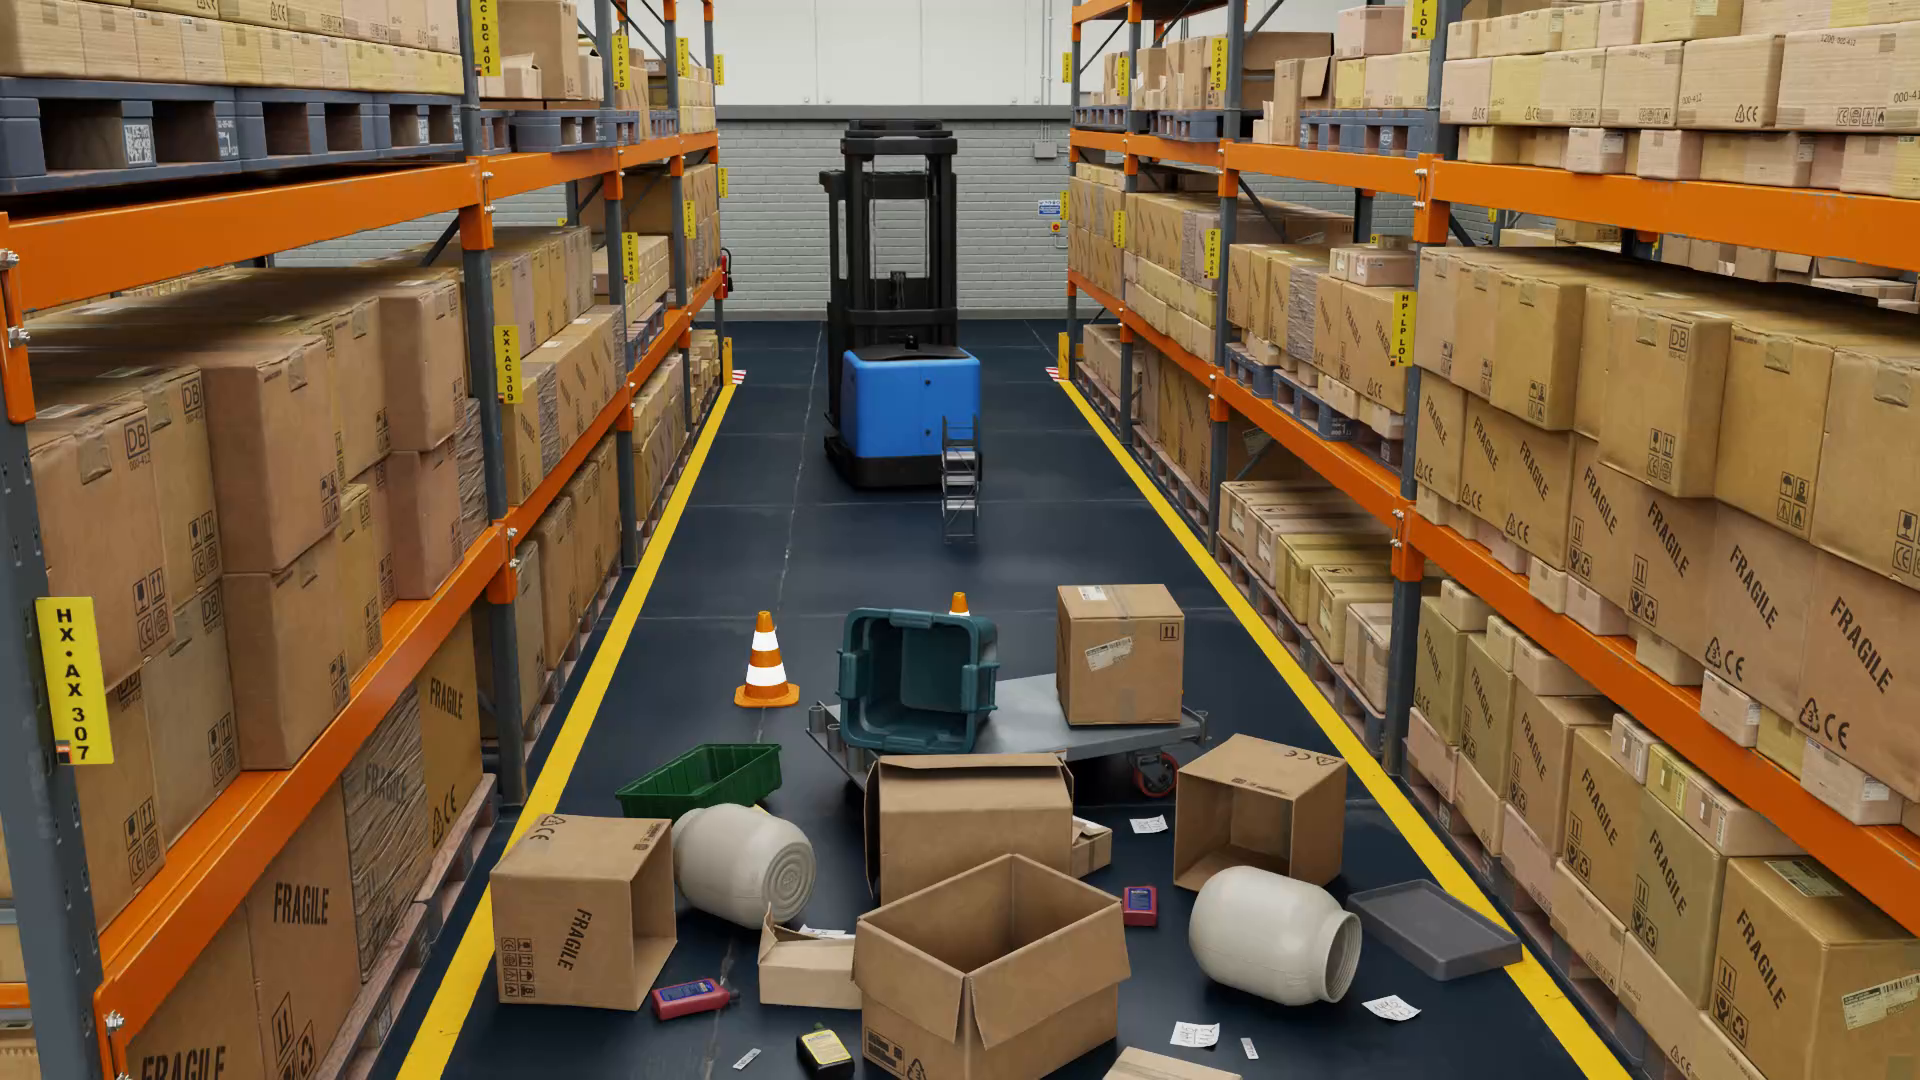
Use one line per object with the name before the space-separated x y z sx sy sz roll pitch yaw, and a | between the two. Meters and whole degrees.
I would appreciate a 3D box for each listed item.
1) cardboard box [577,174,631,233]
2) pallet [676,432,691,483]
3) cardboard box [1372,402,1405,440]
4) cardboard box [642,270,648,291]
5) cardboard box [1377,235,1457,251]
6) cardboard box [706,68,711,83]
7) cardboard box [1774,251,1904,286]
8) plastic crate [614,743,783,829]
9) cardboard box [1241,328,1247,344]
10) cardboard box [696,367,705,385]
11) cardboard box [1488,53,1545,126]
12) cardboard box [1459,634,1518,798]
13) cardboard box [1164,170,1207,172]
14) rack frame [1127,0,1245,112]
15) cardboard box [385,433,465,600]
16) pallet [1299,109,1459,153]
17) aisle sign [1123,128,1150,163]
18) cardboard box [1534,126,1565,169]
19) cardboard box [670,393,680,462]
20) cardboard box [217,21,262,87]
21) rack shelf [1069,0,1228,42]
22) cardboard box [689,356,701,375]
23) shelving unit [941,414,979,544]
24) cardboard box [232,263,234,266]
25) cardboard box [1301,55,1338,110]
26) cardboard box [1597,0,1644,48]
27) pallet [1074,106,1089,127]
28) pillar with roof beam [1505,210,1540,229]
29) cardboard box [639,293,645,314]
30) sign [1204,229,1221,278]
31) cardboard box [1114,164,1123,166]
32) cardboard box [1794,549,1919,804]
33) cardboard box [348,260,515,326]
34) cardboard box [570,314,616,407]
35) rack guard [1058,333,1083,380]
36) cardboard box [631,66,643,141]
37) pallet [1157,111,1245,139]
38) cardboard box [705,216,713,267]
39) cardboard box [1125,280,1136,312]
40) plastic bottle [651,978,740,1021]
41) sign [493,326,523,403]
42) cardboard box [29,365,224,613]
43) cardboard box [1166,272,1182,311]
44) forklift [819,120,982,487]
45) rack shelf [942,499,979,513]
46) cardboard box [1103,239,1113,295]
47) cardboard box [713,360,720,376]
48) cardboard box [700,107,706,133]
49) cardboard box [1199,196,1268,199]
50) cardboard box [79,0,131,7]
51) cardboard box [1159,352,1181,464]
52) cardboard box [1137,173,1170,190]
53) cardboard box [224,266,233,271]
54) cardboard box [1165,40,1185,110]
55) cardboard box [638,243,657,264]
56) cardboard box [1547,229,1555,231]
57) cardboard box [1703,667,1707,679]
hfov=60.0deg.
cardboard box | -3.240 -3.046 15.041 0.500 0.500 0.500 -1 14 -5
pallet | -2.891 -0.713 14.372 1.003 0.211 1.213 -1 14 -3
cardboard box | 2.182 -0.574 7.899 0.380 0.149 0.250 -1 14 -3
cardboard box | -2.624 -1.998 12.837 0.380 0.149 0.250 0 14 -1
cardboard box | 2.624 -1.671 9.558 0.380 0.149 0.250 -2 15 -6
cardboard box | -2.874 -4.989 17.873 0.380 0.149 0.250 -1 14 -4
cardboard box | 6.910 -2.097 13.108 0.797 0.503 0.637 -1 14 -5
plastic crate | -1.127 1.090 7.298 0.450 0.188 0.662 -4 11 28
cardboard box | 2.076 -1.361 10.959 0.380 0.149 0.250 -2 15 -7
cardboard box | -2.760 -1.640 16.661 0.380 0.149 0.250 -1 14 -4
cardboard box | 2.285 -1.651 6.107 0.500 0.250 0.500 -1 14 -4
cardboard box | 2.301 0.680 6.533 0.500 0.500 0.500 0 14 -1
cardboard box | 2.202 -3.543 16.268 0.380 0.149 0.250 -1 14 -5
rack frame | 1.994 -5.264 14.424 1.000 3.000 0.127 -1 14 -3
cardboard box | -2.353 -0.112 6.139 0.875 0.550 0.550 -1 14 -3
pallet | 2.490 -2.143 8.694 1.213 0.211 1.003 -1 14 -3
aisle sign | 2.051 -4.635 18.802 0.394 0.787 0.004 -1 14 -3
cardboard box | 2.326 -1.429 6.047 0.380 0.149 0.250 0 14 -2
cardboard box | -2.612 -0.942 13.840 0.500 0.500 0.500 -1 14 -5
cardboard box | -1.961 -1.196 4.097 0.380 0.149 0.250 -1 14 -3
rack shelf | 1.870 -5.219 16.497 1.077 0.370 4.000 -1 14 -3
cardboard box | -2.751 -1.717 16.364 0.380 0.149 0.250 -1 14 -2
shelving unit | 0.000 -0.438 11.922 0.258 0.900 0.210 -1 14 -3
cardboard box | -7.819 -3.029 17.482 0.500 0.250 0.500 -1 14 -4
cardboard box | 2.365 -2.487 9.446 0.797 0.503 0.637 -1 14 -3
cardboard box | 2.318 -1.679 5.418 0.380 0.149 0.250 -1 14 -4
pallet | 1.802 -4.578 17.959 1.003 0.211 1.213 -1 14 -3
pillar with roof beam | 3.136 -6.954 20.994 9.100 9.000 0.400 -1 14 -3
cardboard box | -2.603 -1.788 12.616 0.380 0.149 0.250 -1 14 -3
sign | 1.688 -1.915 11.125 0.100 0.325 0.005 -1 14 -3
cardboard box | 1.579 -4.043 18.212 0.380 0.149 0.250 -1 14 -2
cardboard box | 2.429 0.303 4.031 0.500 0.500 0.500 -1 14 -4
cardboard box | -2.515 -1.051 7.884 0.700 0.500 0.500 -1 14 -4
cardboard box | -2.367 -1.078 9.997 0.500 0.500 0.500 -1 14 -3
rack guard | 1.744 -2.148 19.373 1.175 0.500 0.348 -1 14 -3
cardboard box | -2.501 -3.033 11.575 0.500 0.500 0.500 -1 14 -3
pallet | 2.076 -3.162 12.655 1.003 0.211 1.213 0 14 -1
cardboard box | -2.836 -3.082 17.187 0.500 0.500 0.500 -1 14 -3
cardboard box | 1.758 -2.172 14.749 0.500 0.250 0.500 -1 14 -5
plastic bottle | -0.913 1.582 5.756 0.283 0.061 0.133 -6 16 -23
sign | -1.891 -0.734 6.961 0.100 0.325 0.005 -1 14 -3
cardboard box | -2.308 -0.096 3.912 0.875 0.550 0.550 -1 14 -3
cardboard box | 1.870 -1.904 12.704 0.500 0.250 0.500 -1 14 -5
forklift | -0.619 -2.167 14.567 1.130 2.935 3.031 -3 15 -11
rack shelf | 0.000 -0.231 11.975 0.258 0.077 0.200 -1 14 -3
cardboard box | 1.672 -2.646 16.089 0.500 0.500 0.500 -1 14 -5
cardboard box | -2.831 -1.884 18.208 0.380 0.149 0.250 0 14 -2
cardboard box | -2.787 -4.140 16.379 0.500 0.250 0.500 0 14 -1
cardboard box | 2.311 -2.655 14.118 0.500 0.500 0.500 -1 14 -2
cardboard box | -1.971 -1.172 3.203 0.500 0.250 0.500 -1 14 -4
cardboard box | 2.176 -1.155 13.917 0.875 0.875 0.875 0 14 -2
cardboard box | 1.749 -3.344 15.494 0.380 0.149 0.250 -1 14 -2
cardboard box | -7.730 -2.741 17.163 0.380 0.149 0.250 -1 14 -5
cardboard box | 1.843 -3.502 12.553 0.500 0.500 0.500 -1 14 -3
cardboard box | -2.673 -2.333 13.542 0.380 0.149 0.250 -1 14 -4
cardboard box | 6.993 -3.392 18.893 0.500 0.250 0.500 0 14 -2
cardboard box | 2.458 0.403 4.943 0.380 0.149 0.250 -1 14 -3
